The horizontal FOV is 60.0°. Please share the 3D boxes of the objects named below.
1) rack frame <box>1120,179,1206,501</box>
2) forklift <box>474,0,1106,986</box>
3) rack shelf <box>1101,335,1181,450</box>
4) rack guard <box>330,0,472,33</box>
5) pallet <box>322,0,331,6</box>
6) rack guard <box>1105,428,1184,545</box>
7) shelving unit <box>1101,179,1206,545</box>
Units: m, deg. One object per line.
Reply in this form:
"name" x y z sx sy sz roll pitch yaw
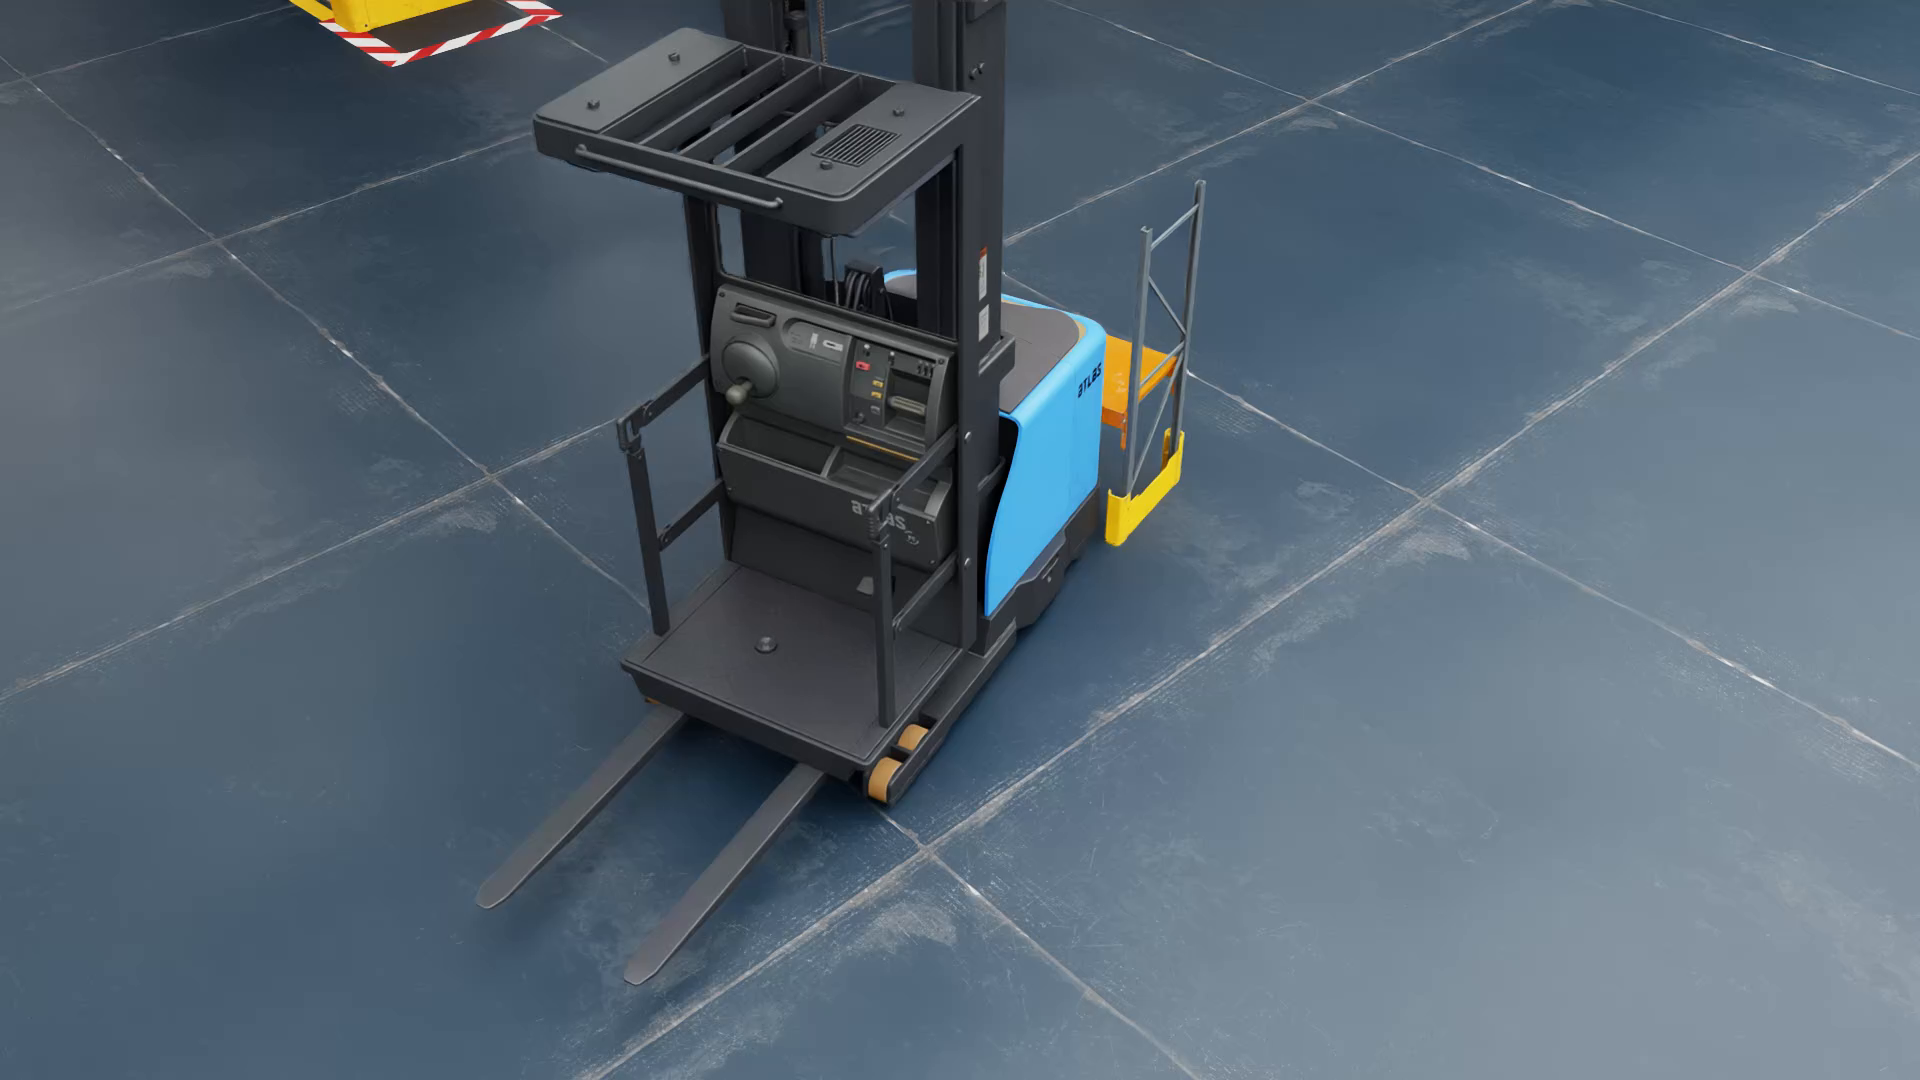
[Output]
"rack frame" 0.834 -0.721 6.949 0.032 1.500 0.500 22 44 25
"forklift" -0.559 -0.511 5.550 1.130 2.935 3.031 19 43 22
"rack shelf" 0.407 -0.755 7.277 1.000 0.185 0.538 22 44 25
"rack guard" -3.918 -4.054 11.872 1.175 0.500 0.348 -30 48 -32
"pallet" -4.441 -4.333 12.447 1.003 0.211 1.213 -30 48 -32
"rack guard" 0.817 -0.242 7.350 0.087 0.250 0.587 22 44 25
"shelving unit" 0.399 -0.898 7.168 1.083 1.500 0.587 22 44 25
